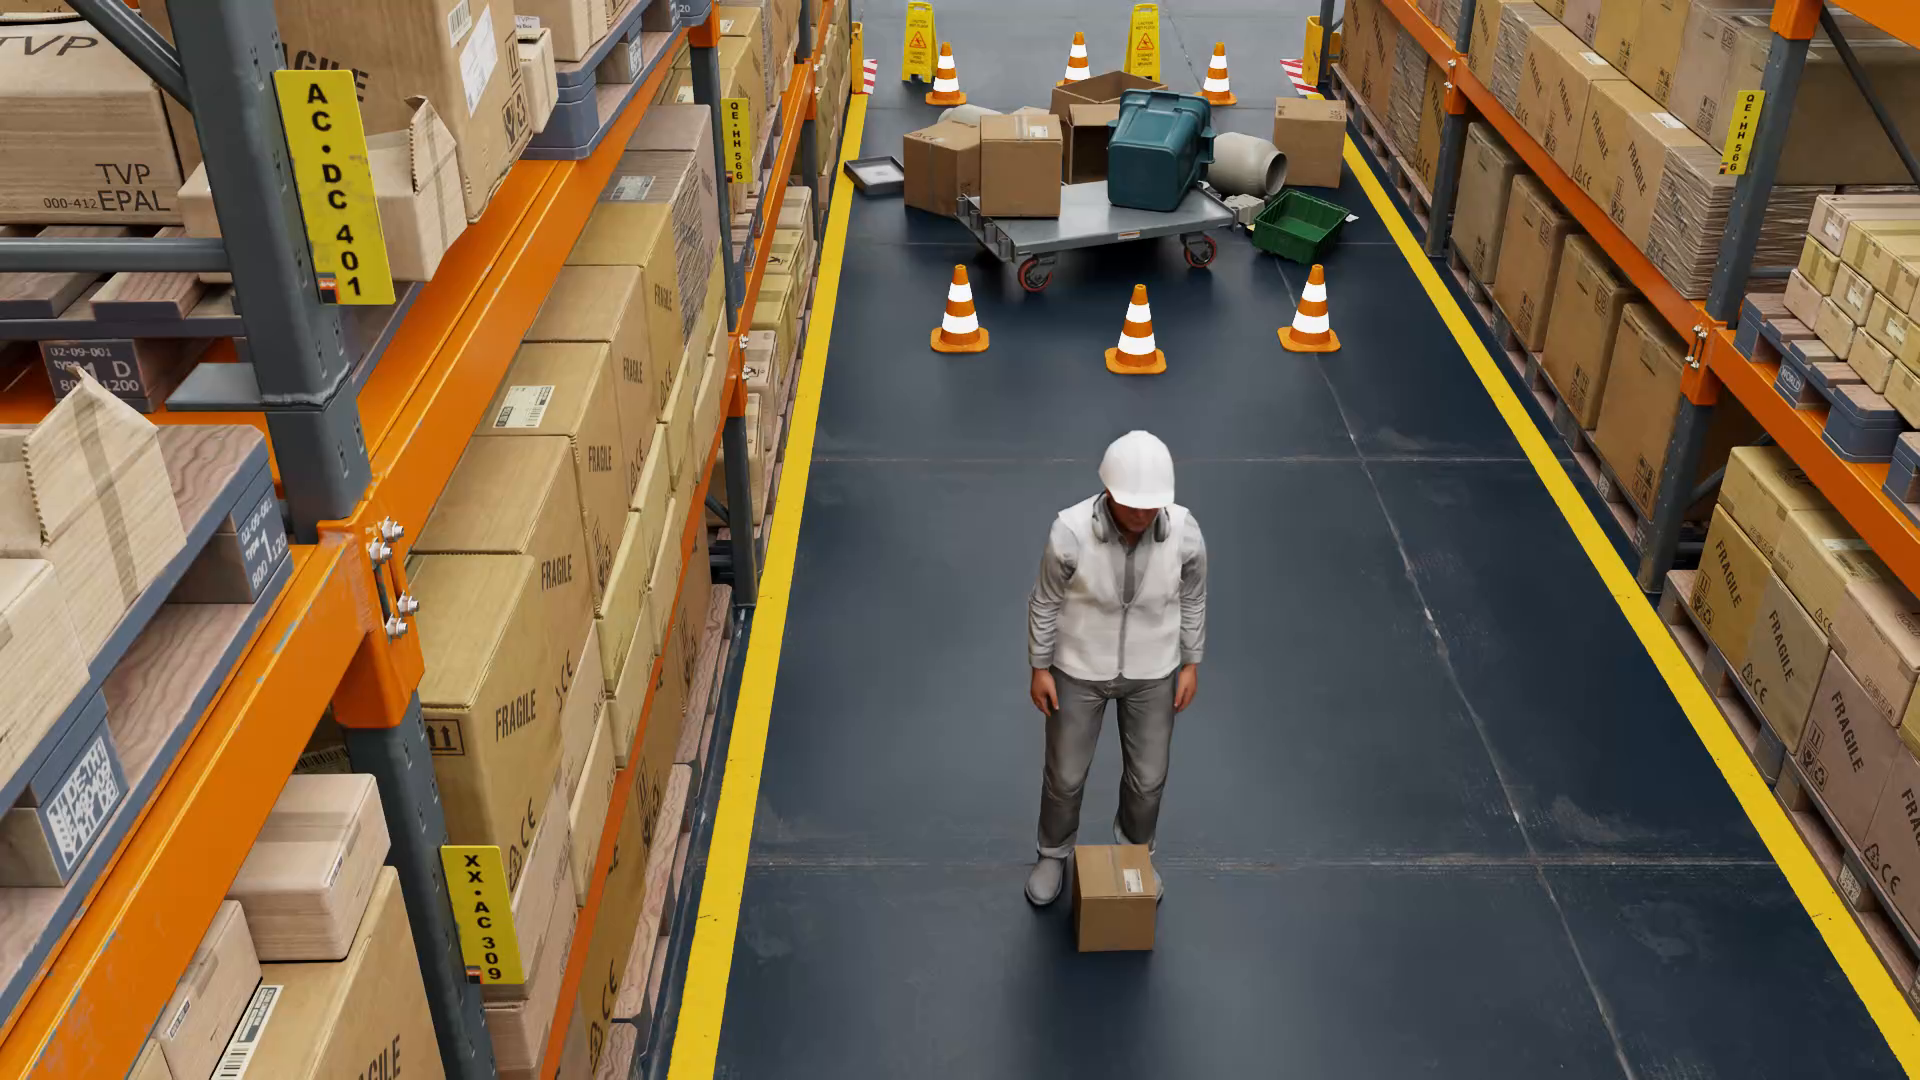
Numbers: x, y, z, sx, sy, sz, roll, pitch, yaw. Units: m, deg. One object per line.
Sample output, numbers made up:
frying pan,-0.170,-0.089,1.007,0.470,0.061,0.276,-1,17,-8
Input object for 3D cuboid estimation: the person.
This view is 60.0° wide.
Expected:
person,0.508,0.419,5.425,0.578,1.766,0.465,-1,31,-2
